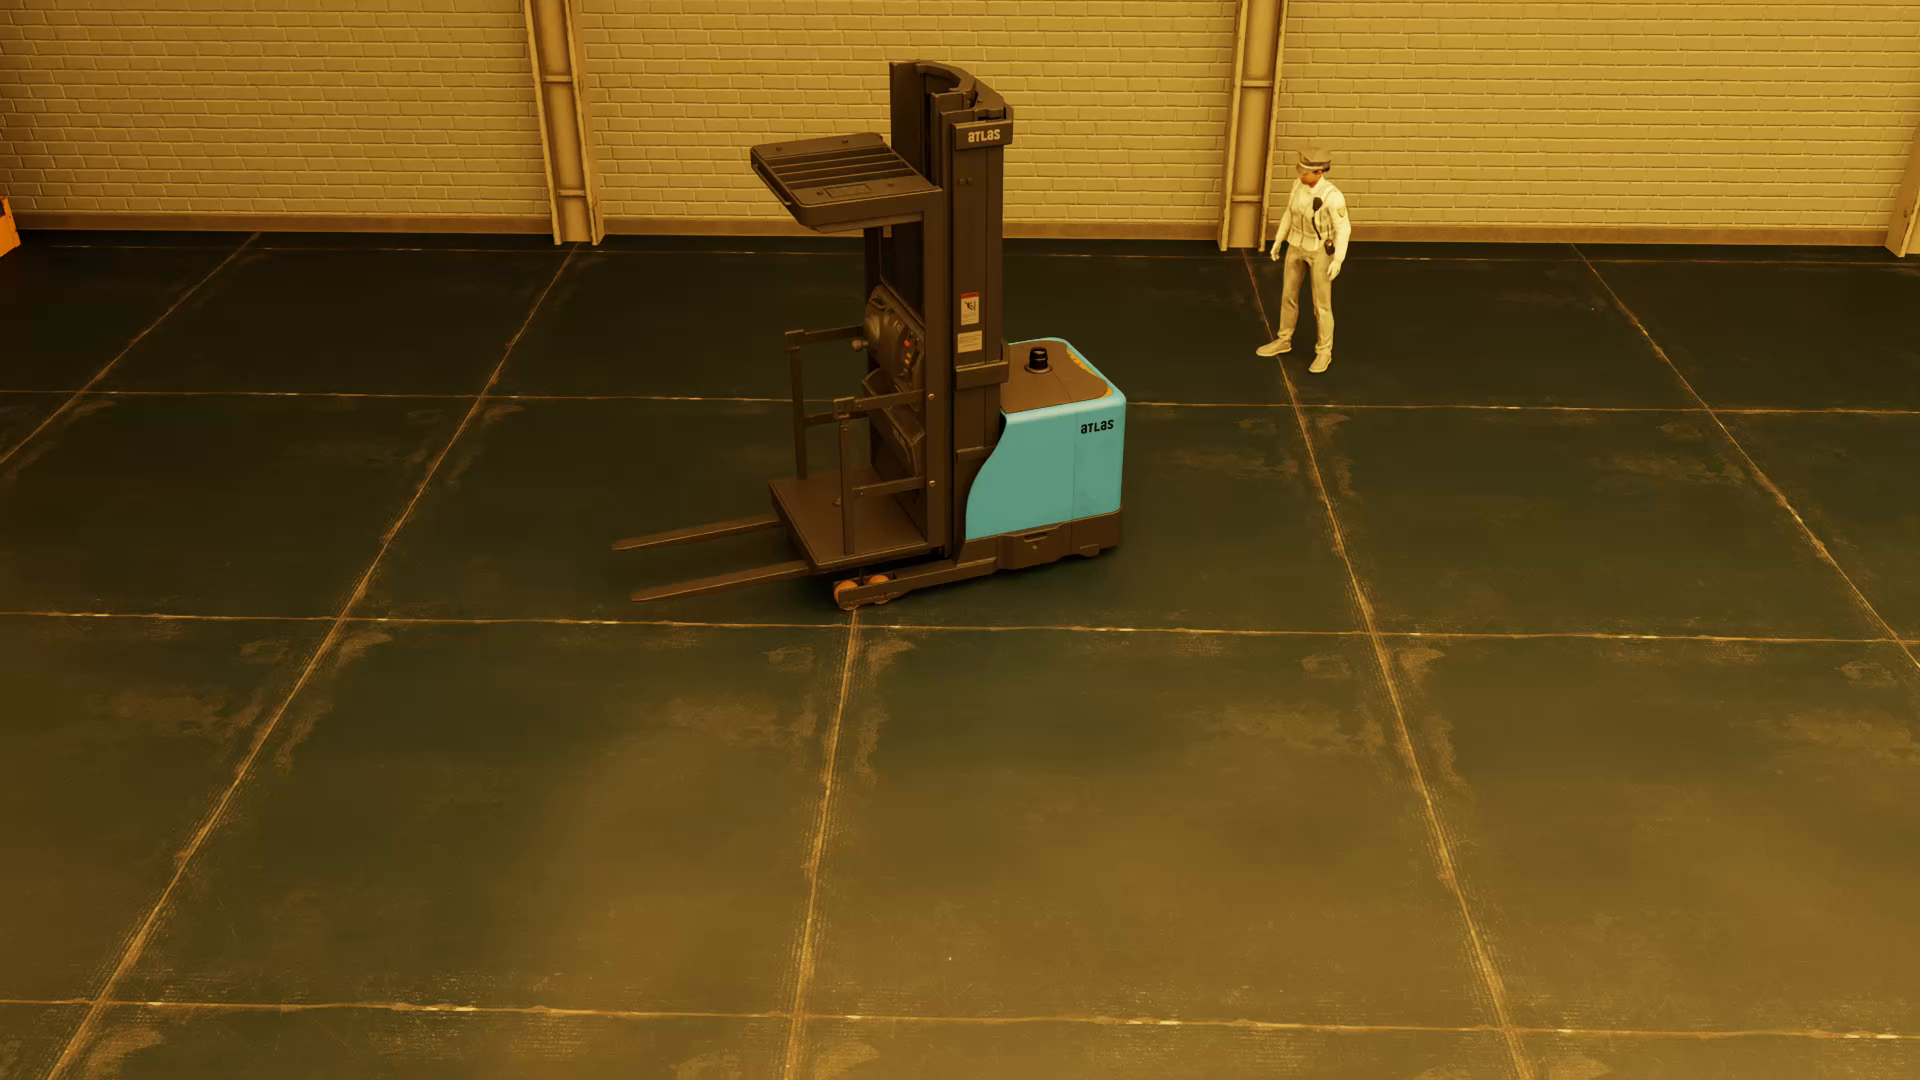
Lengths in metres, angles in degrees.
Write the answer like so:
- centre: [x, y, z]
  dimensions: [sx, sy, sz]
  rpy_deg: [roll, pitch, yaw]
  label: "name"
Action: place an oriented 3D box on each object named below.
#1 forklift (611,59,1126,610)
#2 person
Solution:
- centre: [-0.569, -1.153, 9.570]
  dimensions: [3.031, 2.935, 1.130]
  rpy_deg: [-11, 32, -18]
  label: "forklift"
- centre: [2.617, -2.135, 12.490]
  dimensions: [0.421, 1.668, 0.642]
  rpy_deg: [-24, 38, -35]
  label: "person"
